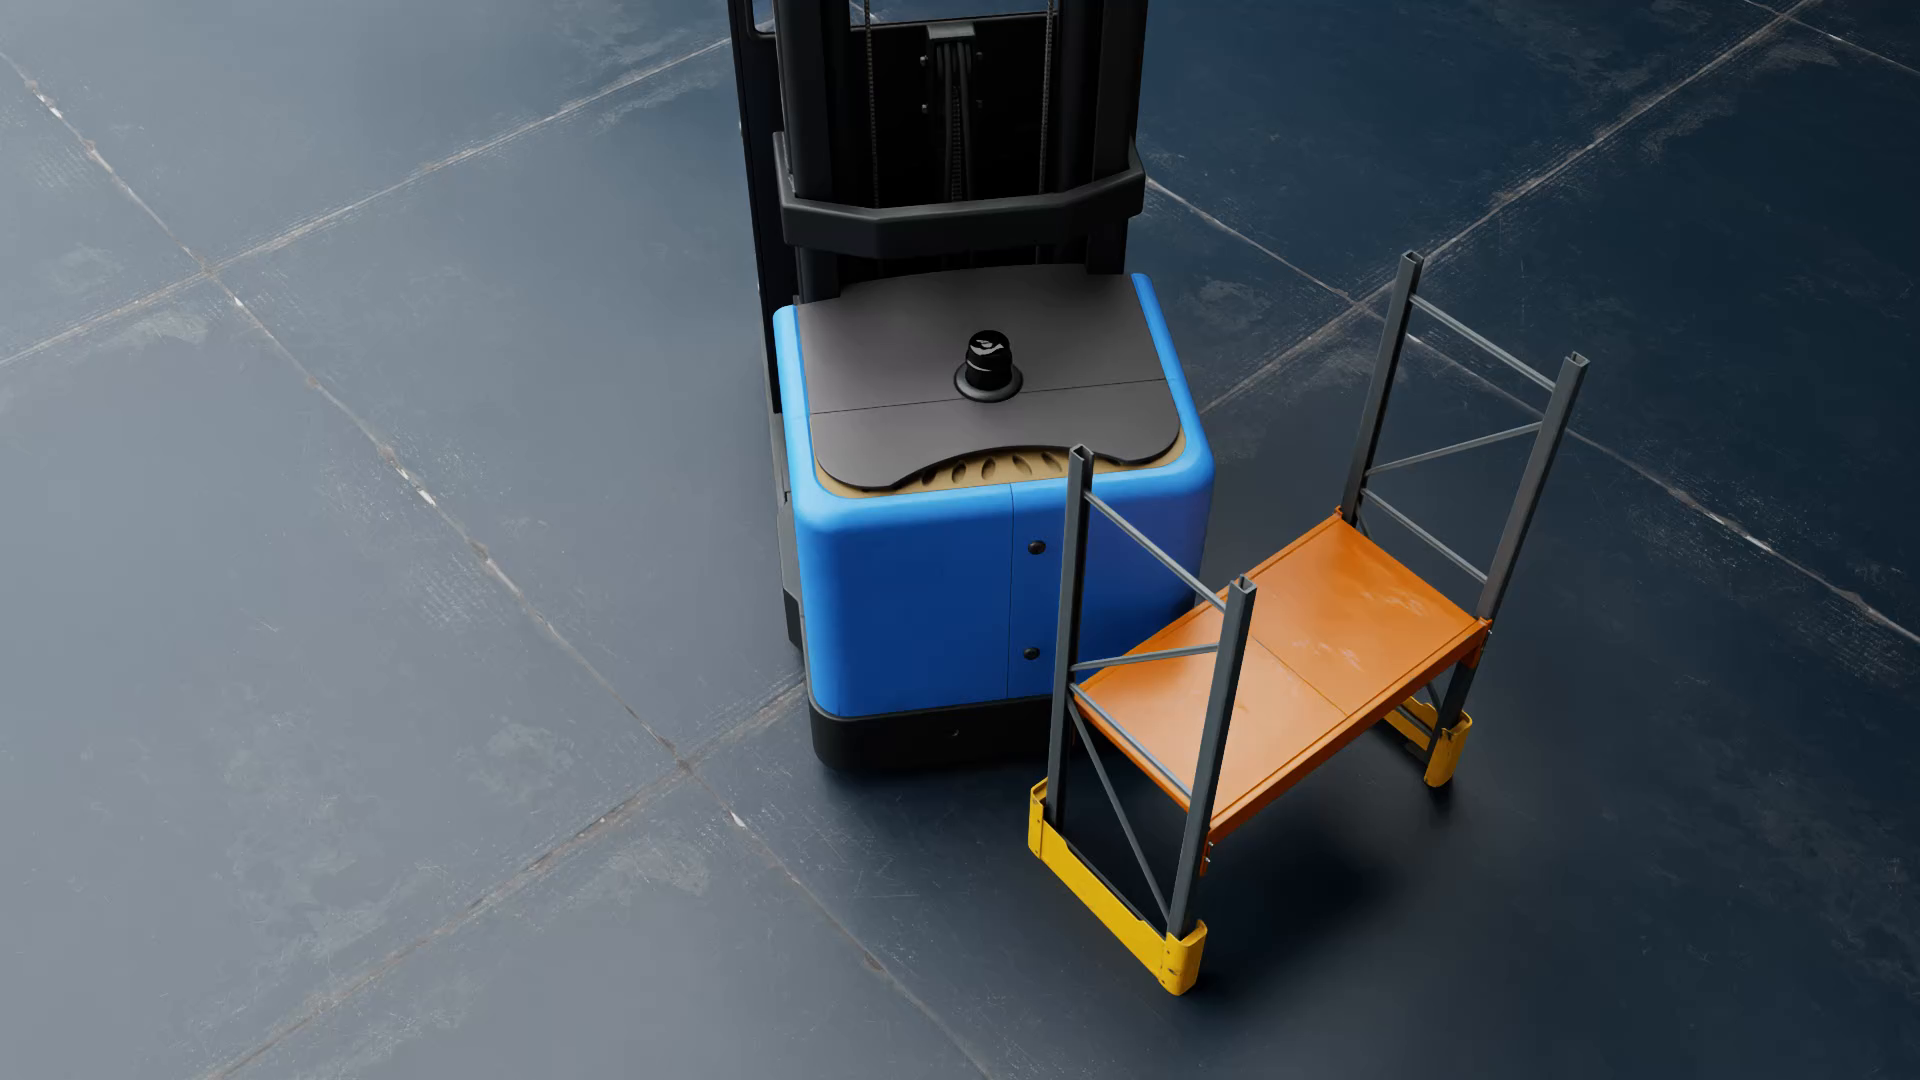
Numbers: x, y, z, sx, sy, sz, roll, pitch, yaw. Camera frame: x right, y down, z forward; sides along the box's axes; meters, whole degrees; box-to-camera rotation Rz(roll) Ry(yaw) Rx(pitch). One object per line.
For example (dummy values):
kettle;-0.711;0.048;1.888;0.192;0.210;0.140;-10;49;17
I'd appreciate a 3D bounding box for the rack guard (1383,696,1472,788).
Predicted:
rack guard;1.166;0.422;4.690;0.087;0.250;0.587;-31;54;-25

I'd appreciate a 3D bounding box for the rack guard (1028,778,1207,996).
rack guard;0.392;0.883;4.265;0.087;0.250;0.587;-31;54;-25

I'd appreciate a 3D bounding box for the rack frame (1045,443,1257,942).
rack frame;0.391;0.460;3.805;0.032;1.500;0.500;-31;54;-25

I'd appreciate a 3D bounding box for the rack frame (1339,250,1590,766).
rack frame;1.181;-0.010;4.239;0.032;1.500;0.500;-31;54;-25

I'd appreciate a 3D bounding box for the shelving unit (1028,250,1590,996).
shelving unit;0.779;0.229;4.018;1.083;1.500;0.587;-31;54;-25

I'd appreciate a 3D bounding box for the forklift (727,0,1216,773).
forklift;-0.091;-1.451;4.595;1.130;2.935;3.031;-6;48;-6

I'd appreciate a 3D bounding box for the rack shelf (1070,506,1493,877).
rack shelf;0.786;0.347;4.154;1.000;0.185;0.538;-31;54;-25
